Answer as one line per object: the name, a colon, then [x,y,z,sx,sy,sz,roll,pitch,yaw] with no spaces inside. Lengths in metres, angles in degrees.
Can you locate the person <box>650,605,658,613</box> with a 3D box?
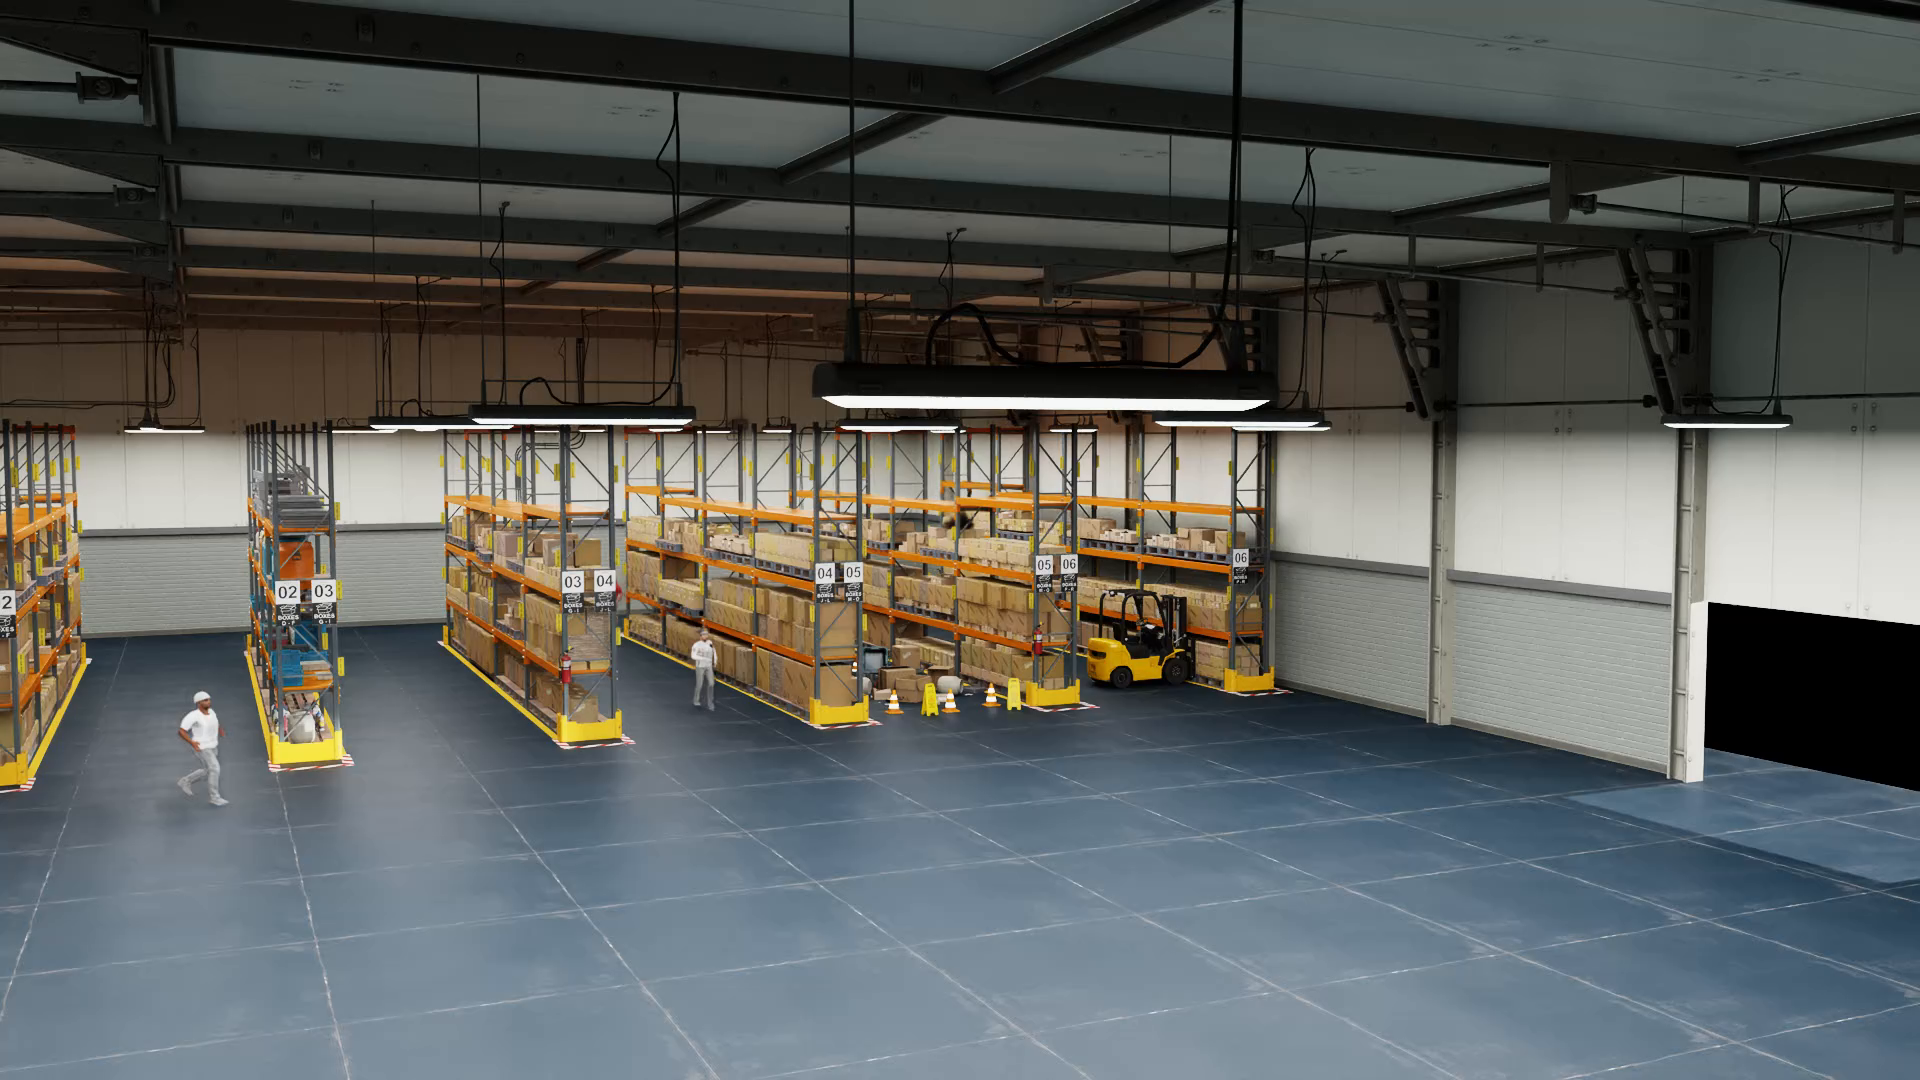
person: [-9.011,1.780,49.286,0.905,1.734,0.678,3,5,39]

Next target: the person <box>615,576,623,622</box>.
person: [-10.181,1.856,48.615,0.714,1.665,0.765,3,5,42]

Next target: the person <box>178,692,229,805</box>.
person: [-11.787,3.233,25.887,0.837,1.765,0.690,0,4,7]

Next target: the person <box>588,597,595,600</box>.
person: [-10.009,2.018,45.509,0.739,1.733,0.595,-1,4,-21]

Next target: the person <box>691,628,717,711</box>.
person: [-5.359,2.717,34.851,0.631,1.764,0.739,-2,4,-31]
